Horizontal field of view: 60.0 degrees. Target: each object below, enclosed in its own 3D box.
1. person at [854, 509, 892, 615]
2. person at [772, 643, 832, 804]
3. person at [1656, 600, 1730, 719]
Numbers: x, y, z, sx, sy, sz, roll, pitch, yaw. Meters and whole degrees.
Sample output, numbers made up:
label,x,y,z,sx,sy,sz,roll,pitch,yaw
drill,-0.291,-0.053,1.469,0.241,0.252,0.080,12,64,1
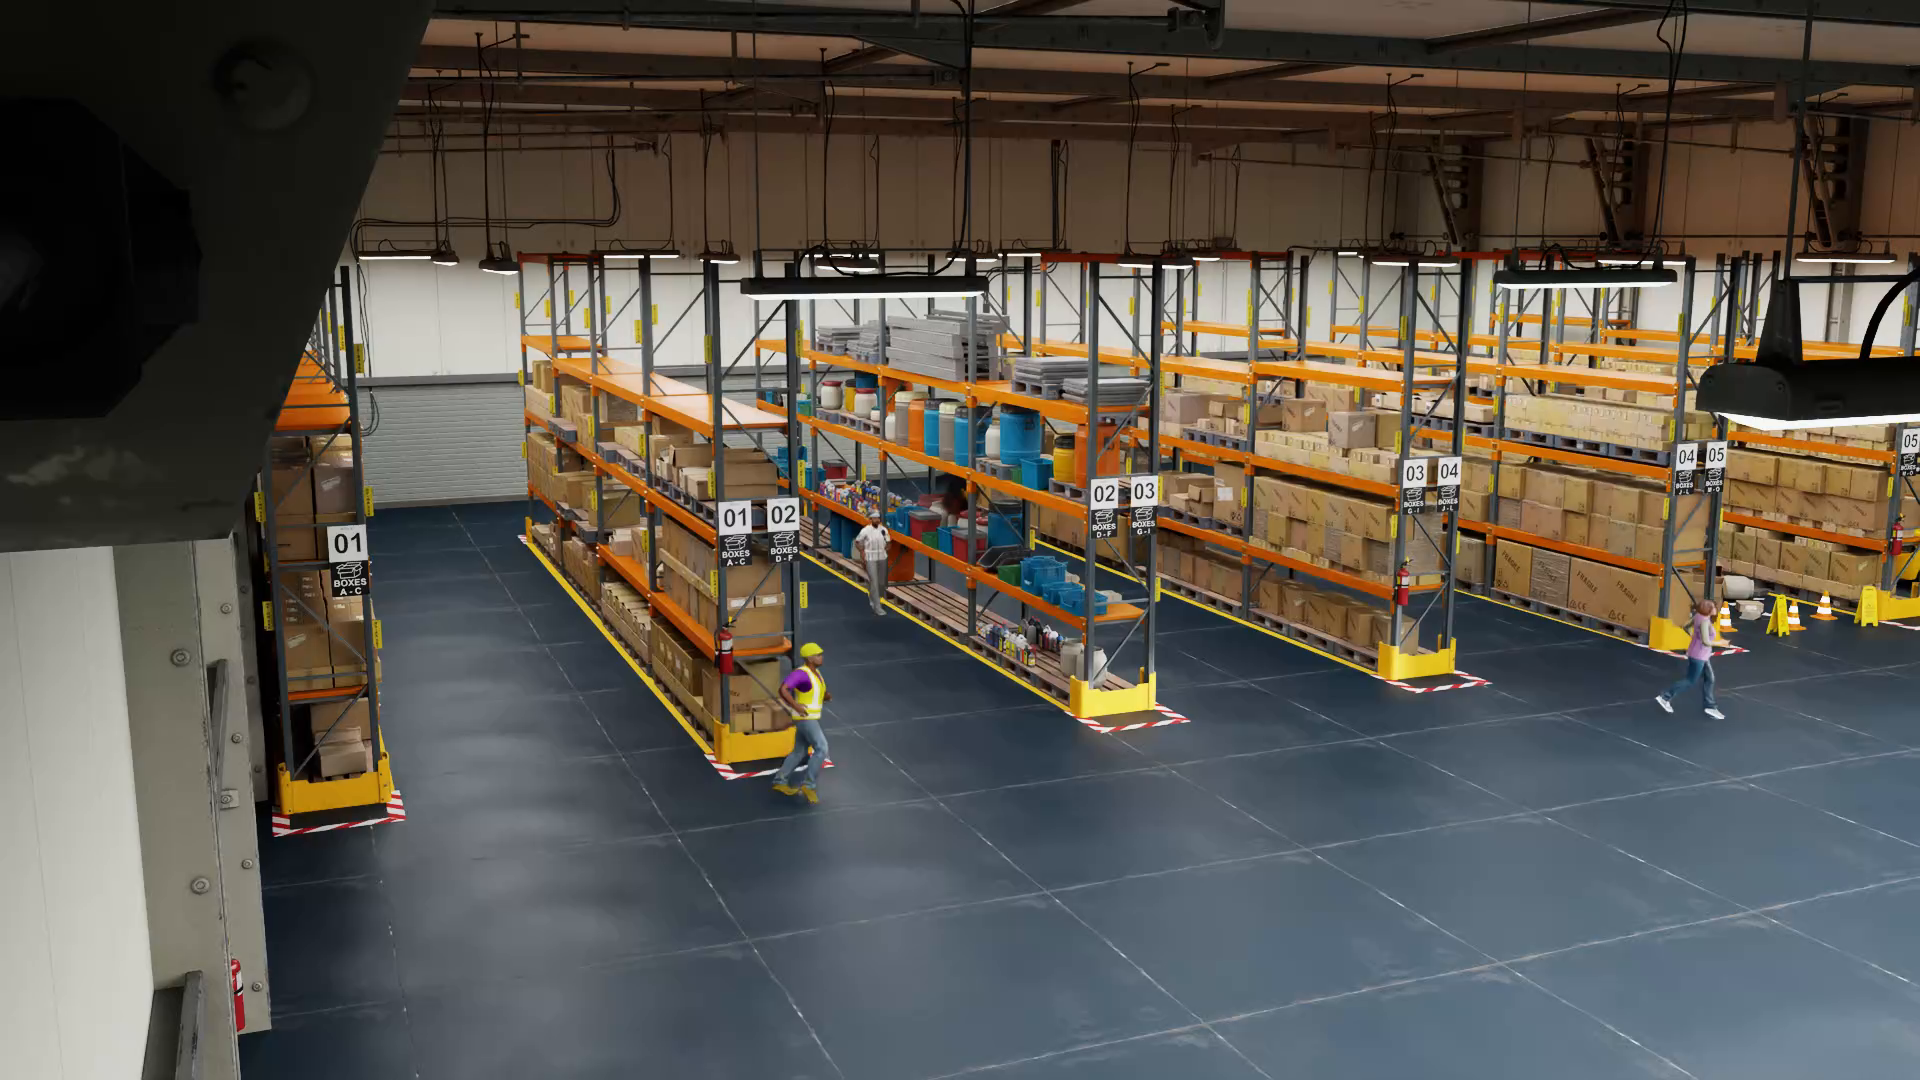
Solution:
label,x,y,z,sx,sy,sz,roll,pitch,yaw
person,-1.366,0.337,26.933,0.588,1.698,0.769,-5,12,-26
person,-1.796,2.073,18.990,0.680,1.812,0.720,1,10,3
person,9.717,1.571,22.011,0.887,1.612,0.550,3,11,16
